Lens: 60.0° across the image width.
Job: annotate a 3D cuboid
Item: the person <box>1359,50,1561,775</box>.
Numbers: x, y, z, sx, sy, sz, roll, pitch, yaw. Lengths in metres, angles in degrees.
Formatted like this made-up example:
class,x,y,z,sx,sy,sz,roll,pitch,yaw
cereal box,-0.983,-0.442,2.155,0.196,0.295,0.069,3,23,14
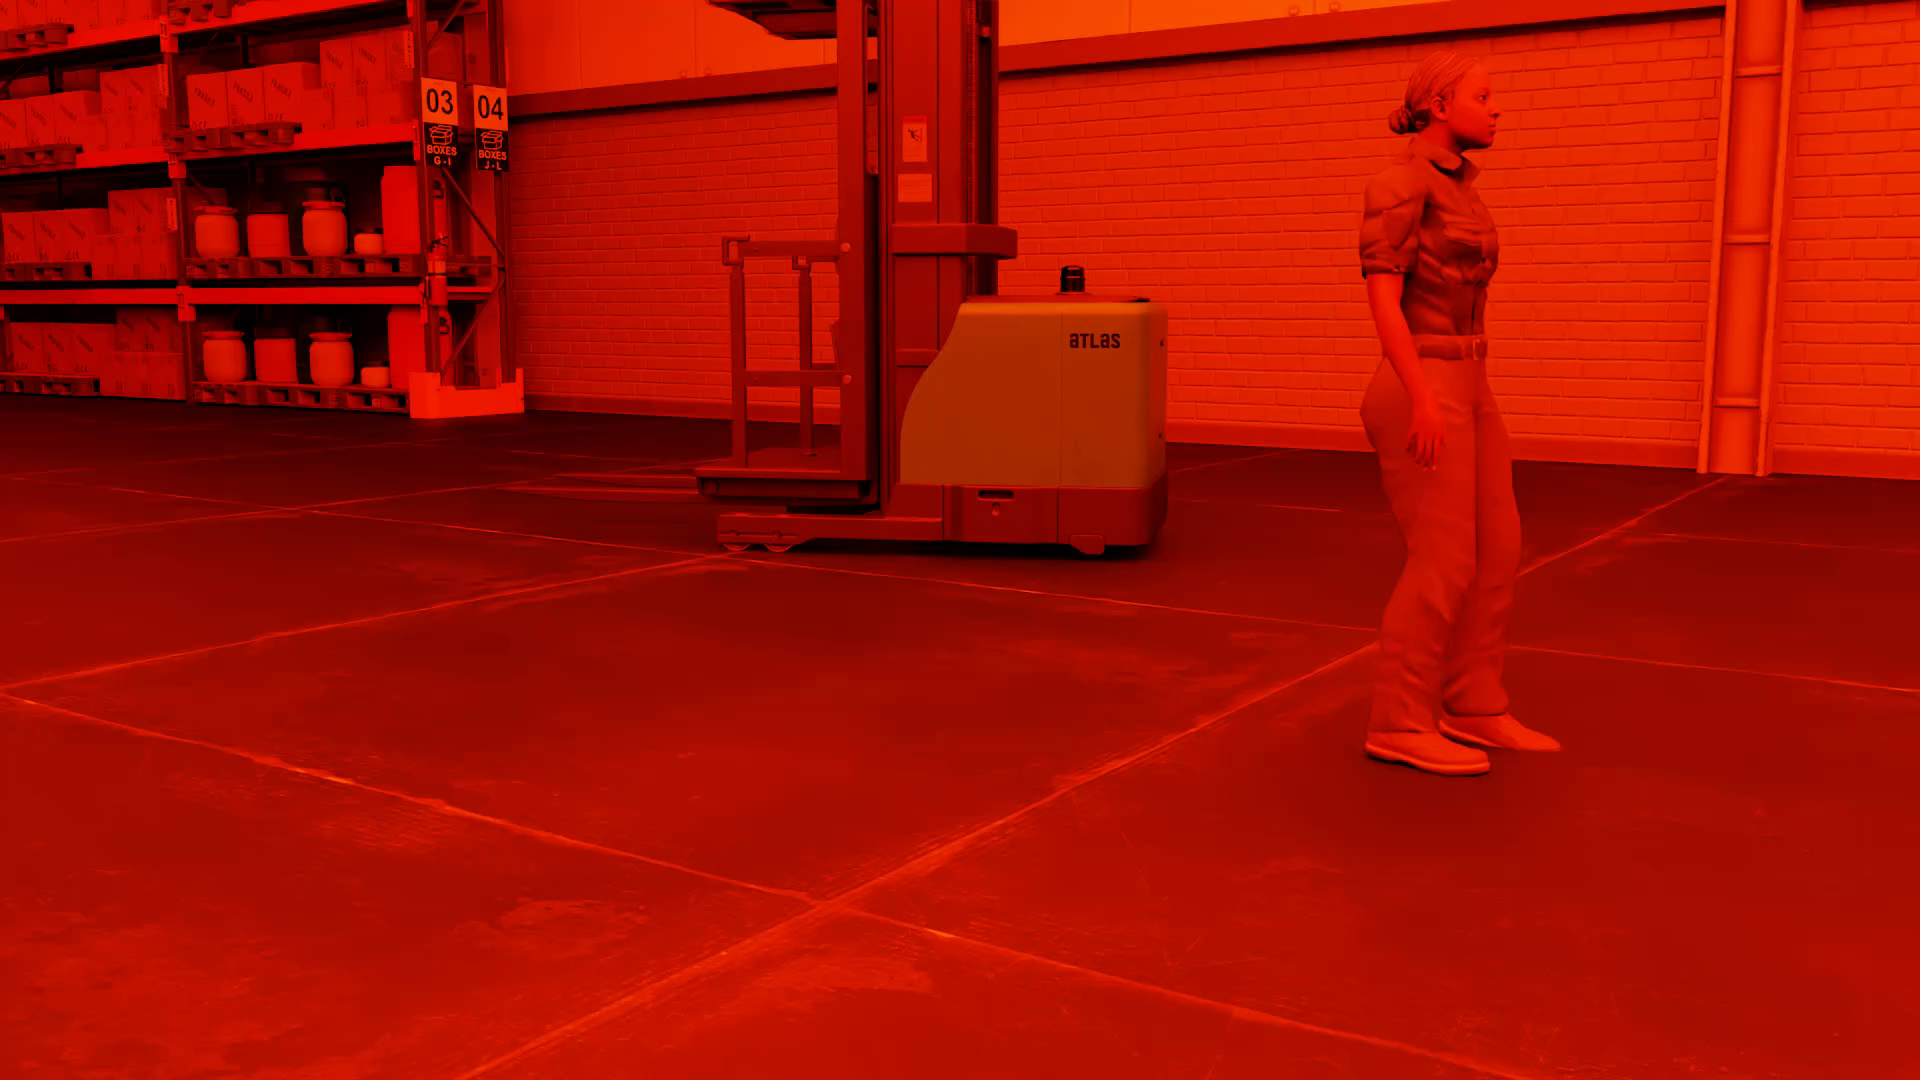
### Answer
class,x,y,z,sx,sy,sz,roll,pitch,yaw
person,1.181,-0.292,3.903,0.439,1.681,0.531,6,10,35

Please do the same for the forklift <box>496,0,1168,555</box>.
class,x,y,z,sx,sy,sz,roll,pitch,yaw
forklift,-0.596,-1.469,7.520,3.031,2.935,1.130,2,8,12
